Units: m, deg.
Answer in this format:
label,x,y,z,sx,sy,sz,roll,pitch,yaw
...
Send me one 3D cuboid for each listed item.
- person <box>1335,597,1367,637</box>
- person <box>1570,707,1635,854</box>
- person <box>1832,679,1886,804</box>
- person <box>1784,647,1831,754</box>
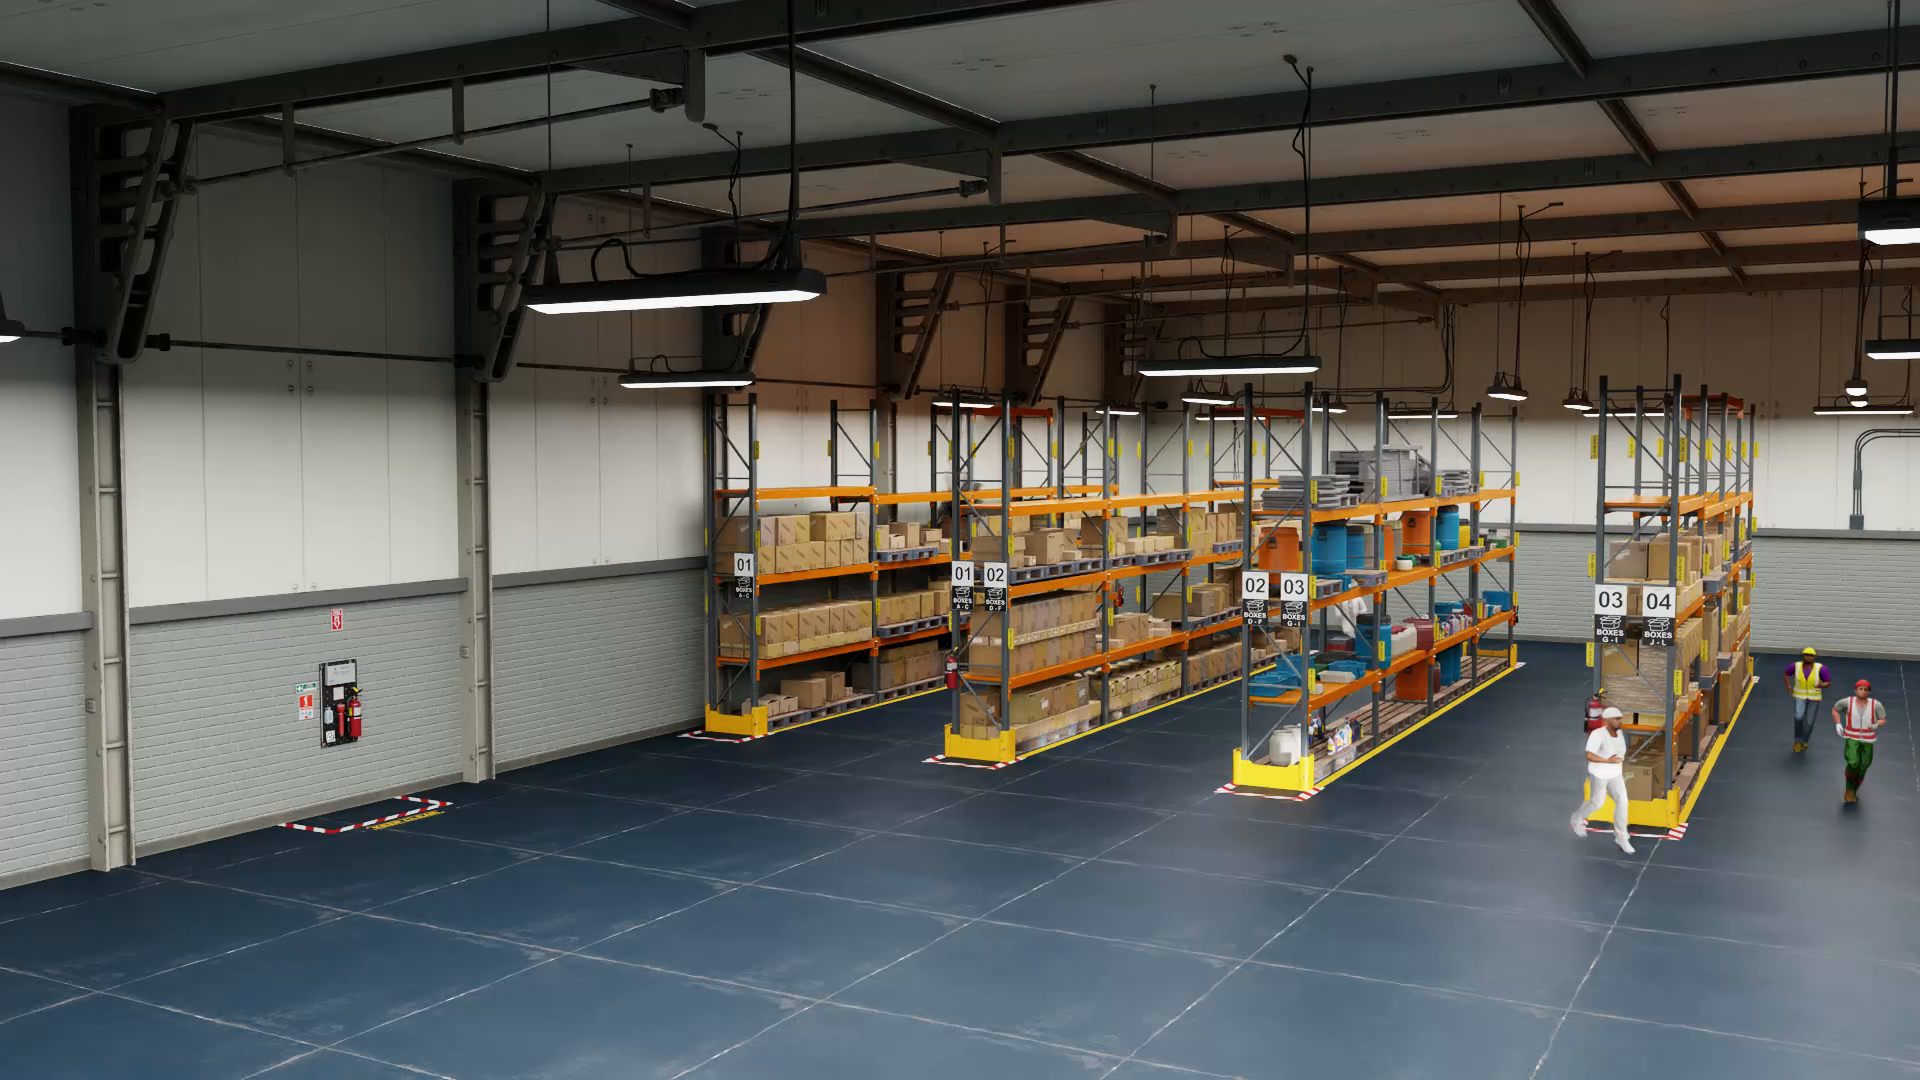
label,x,y,z,sx,sy,sz,roll,pitch,yaw
person,9.326,1.990,39.712,0.752,1.757,0.968,1,3,12
person,8.129,2.989,20.994,0.729,1.794,0.987,-2,4,-28
person,12.715,2.844,23.496,0.644,1.763,0.733,1,3,18
person,14.001,2.647,27.485,0.680,1.772,0.758,1,3,23
